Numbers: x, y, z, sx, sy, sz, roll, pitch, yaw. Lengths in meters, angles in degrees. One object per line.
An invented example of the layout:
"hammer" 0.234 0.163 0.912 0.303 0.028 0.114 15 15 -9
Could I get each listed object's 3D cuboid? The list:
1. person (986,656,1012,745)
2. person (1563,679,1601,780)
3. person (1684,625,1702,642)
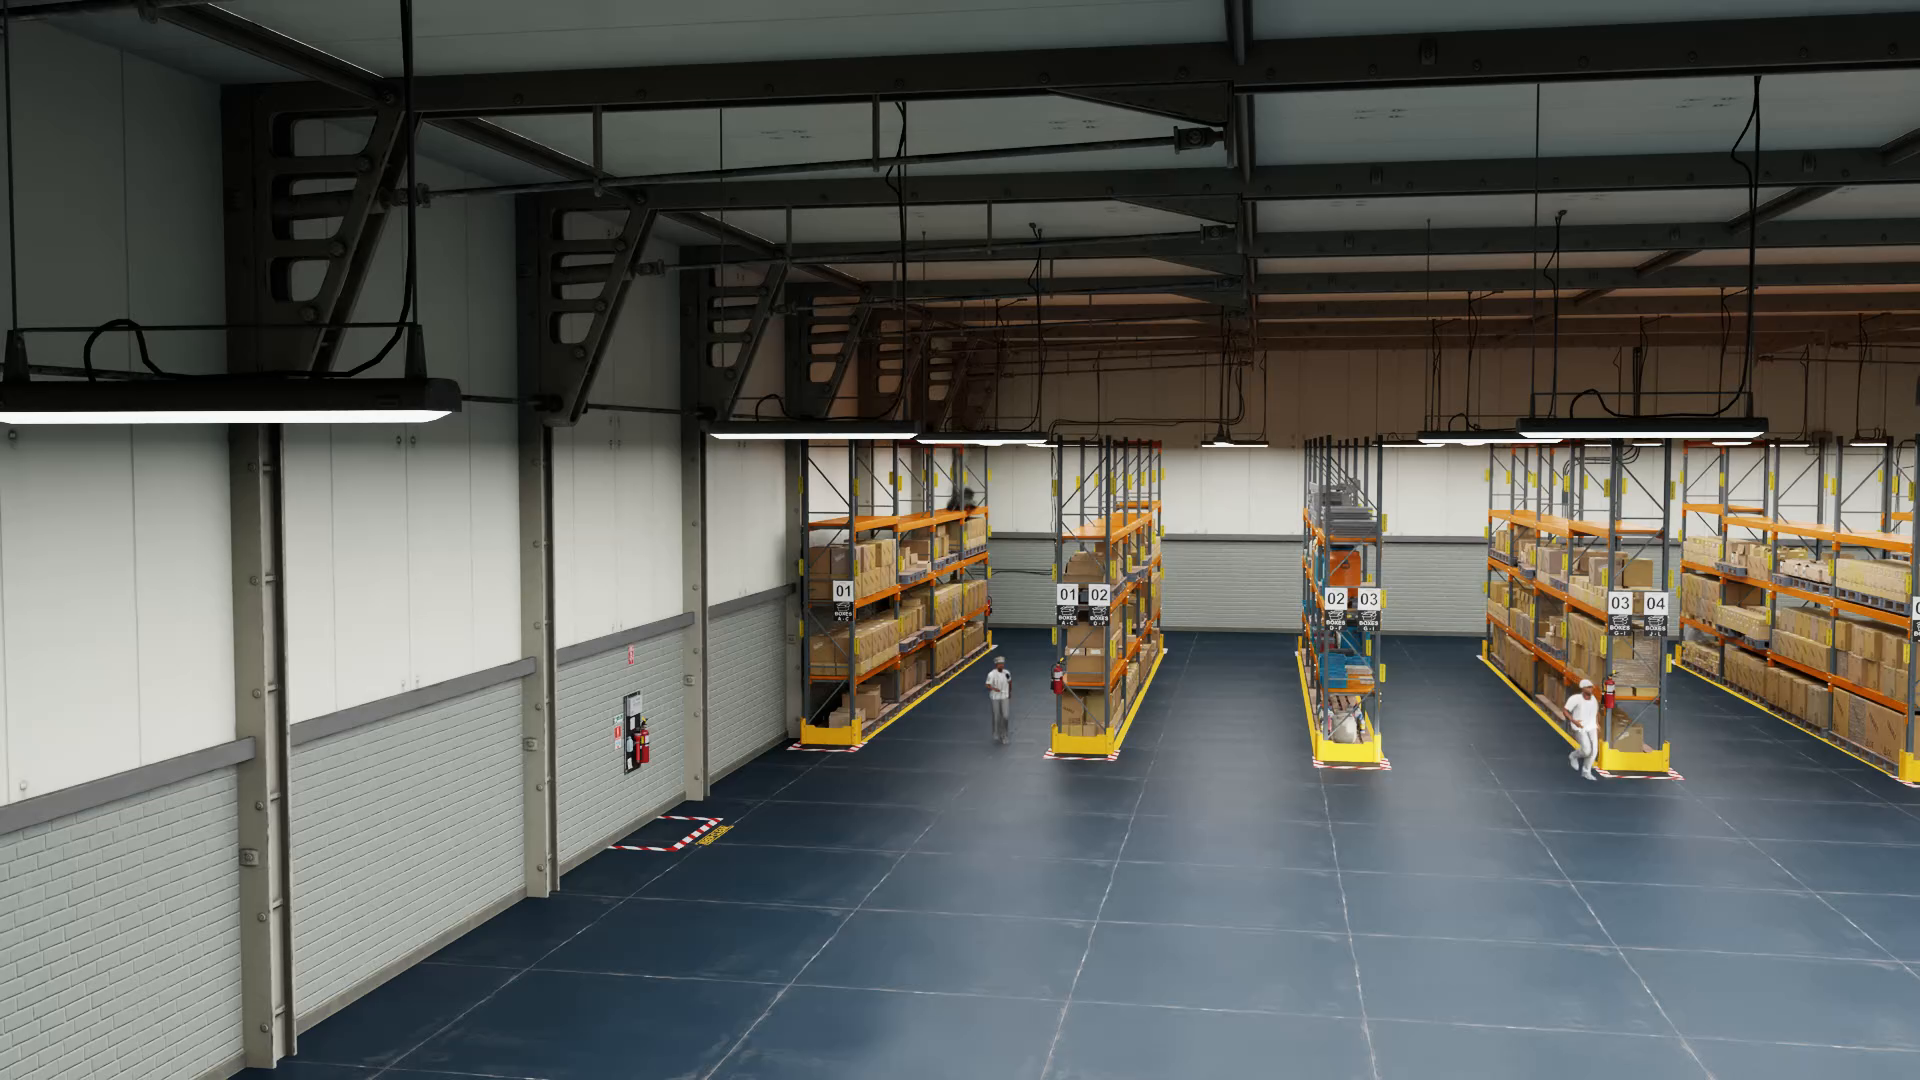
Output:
"person" 0.773 3.134 32.500 0.563 1.747 0.736 0 3 -8
"person" 10.906 3.294 29.084 0.737 1.735 0.602 -1 3 -15
"person" 20.209 2.398 45.729 0.524 1.730 0.740 2 4 32
